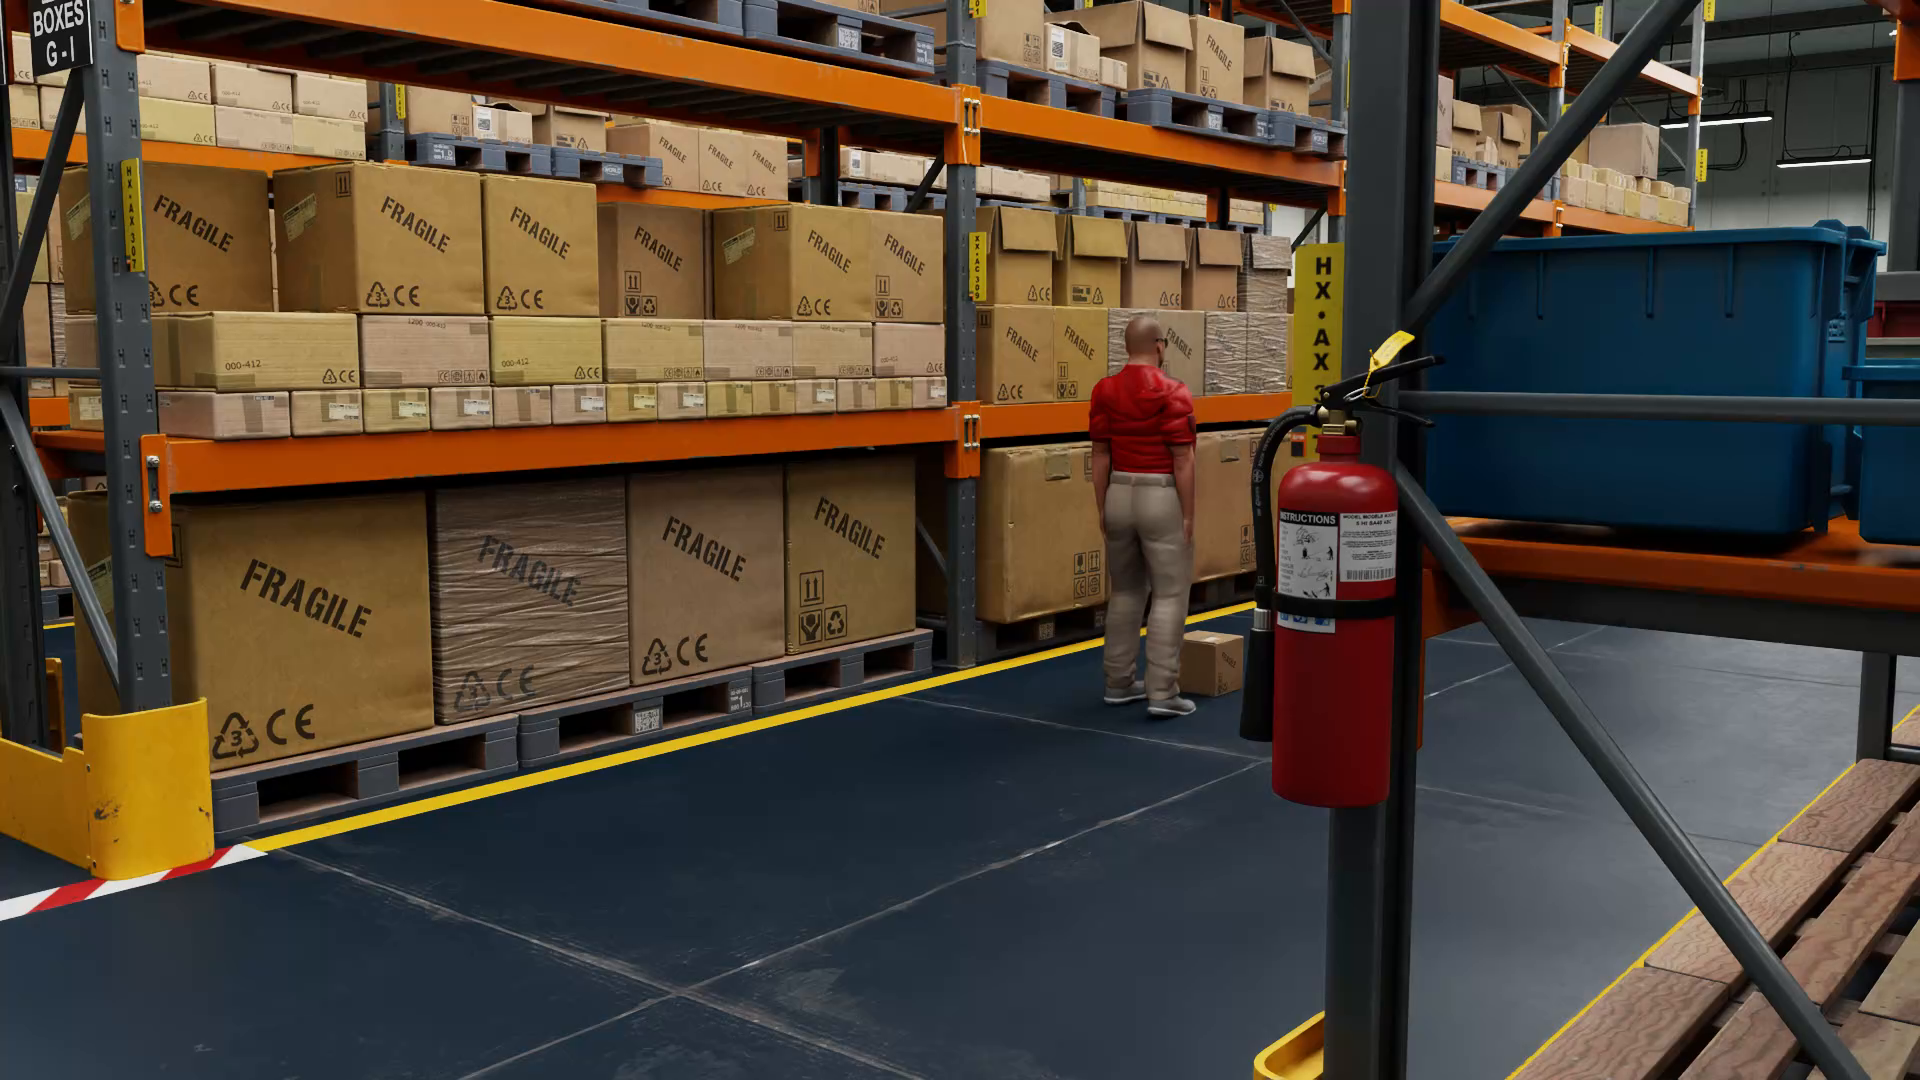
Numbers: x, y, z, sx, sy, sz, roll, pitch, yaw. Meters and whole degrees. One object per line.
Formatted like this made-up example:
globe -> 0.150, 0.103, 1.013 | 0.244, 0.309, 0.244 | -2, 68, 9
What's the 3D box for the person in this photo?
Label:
person -> 0.832, -0.105, 7.317 | 0.525, 1.744, 0.415 | 6, 9, 40
